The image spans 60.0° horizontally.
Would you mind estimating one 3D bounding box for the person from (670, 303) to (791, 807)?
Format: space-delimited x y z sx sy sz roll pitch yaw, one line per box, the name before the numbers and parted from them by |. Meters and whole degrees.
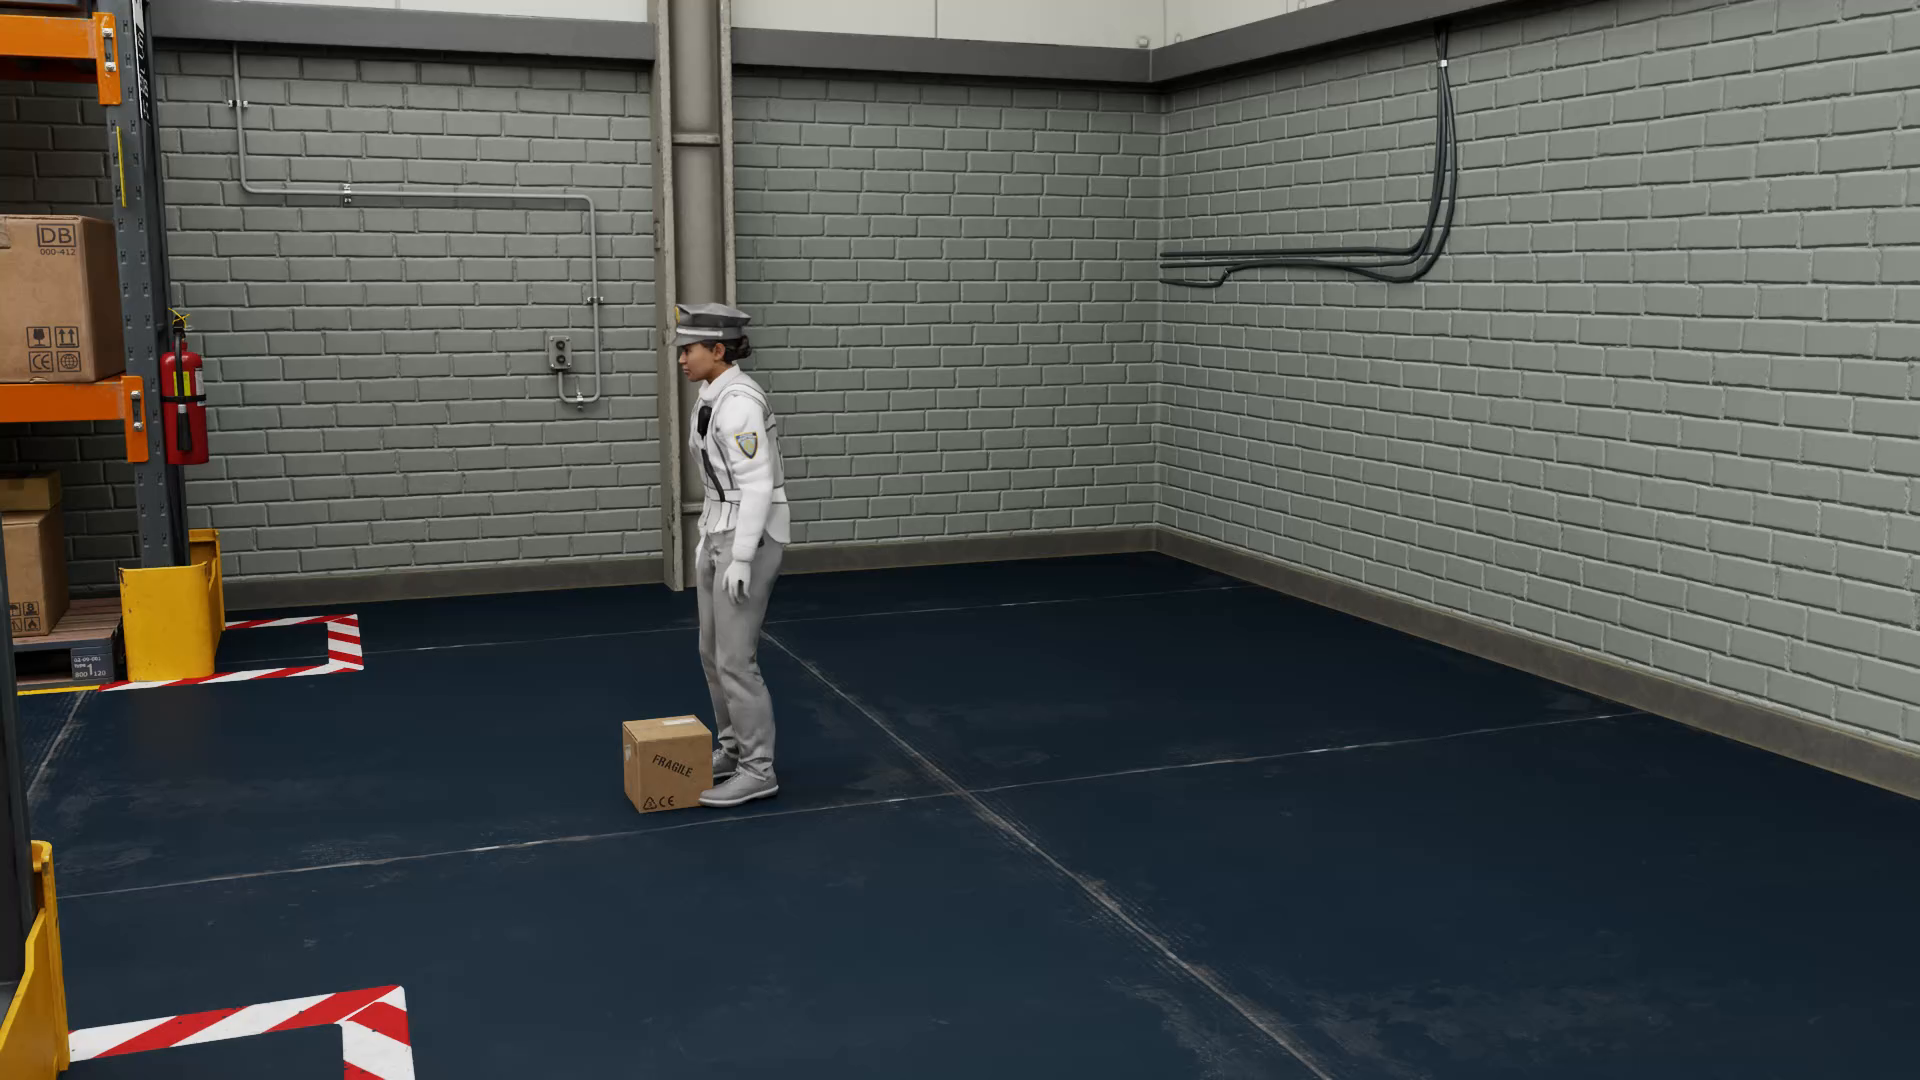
person | -0.770 0.041 5.593 0.378 1.663 0.531 -4 10 -21
